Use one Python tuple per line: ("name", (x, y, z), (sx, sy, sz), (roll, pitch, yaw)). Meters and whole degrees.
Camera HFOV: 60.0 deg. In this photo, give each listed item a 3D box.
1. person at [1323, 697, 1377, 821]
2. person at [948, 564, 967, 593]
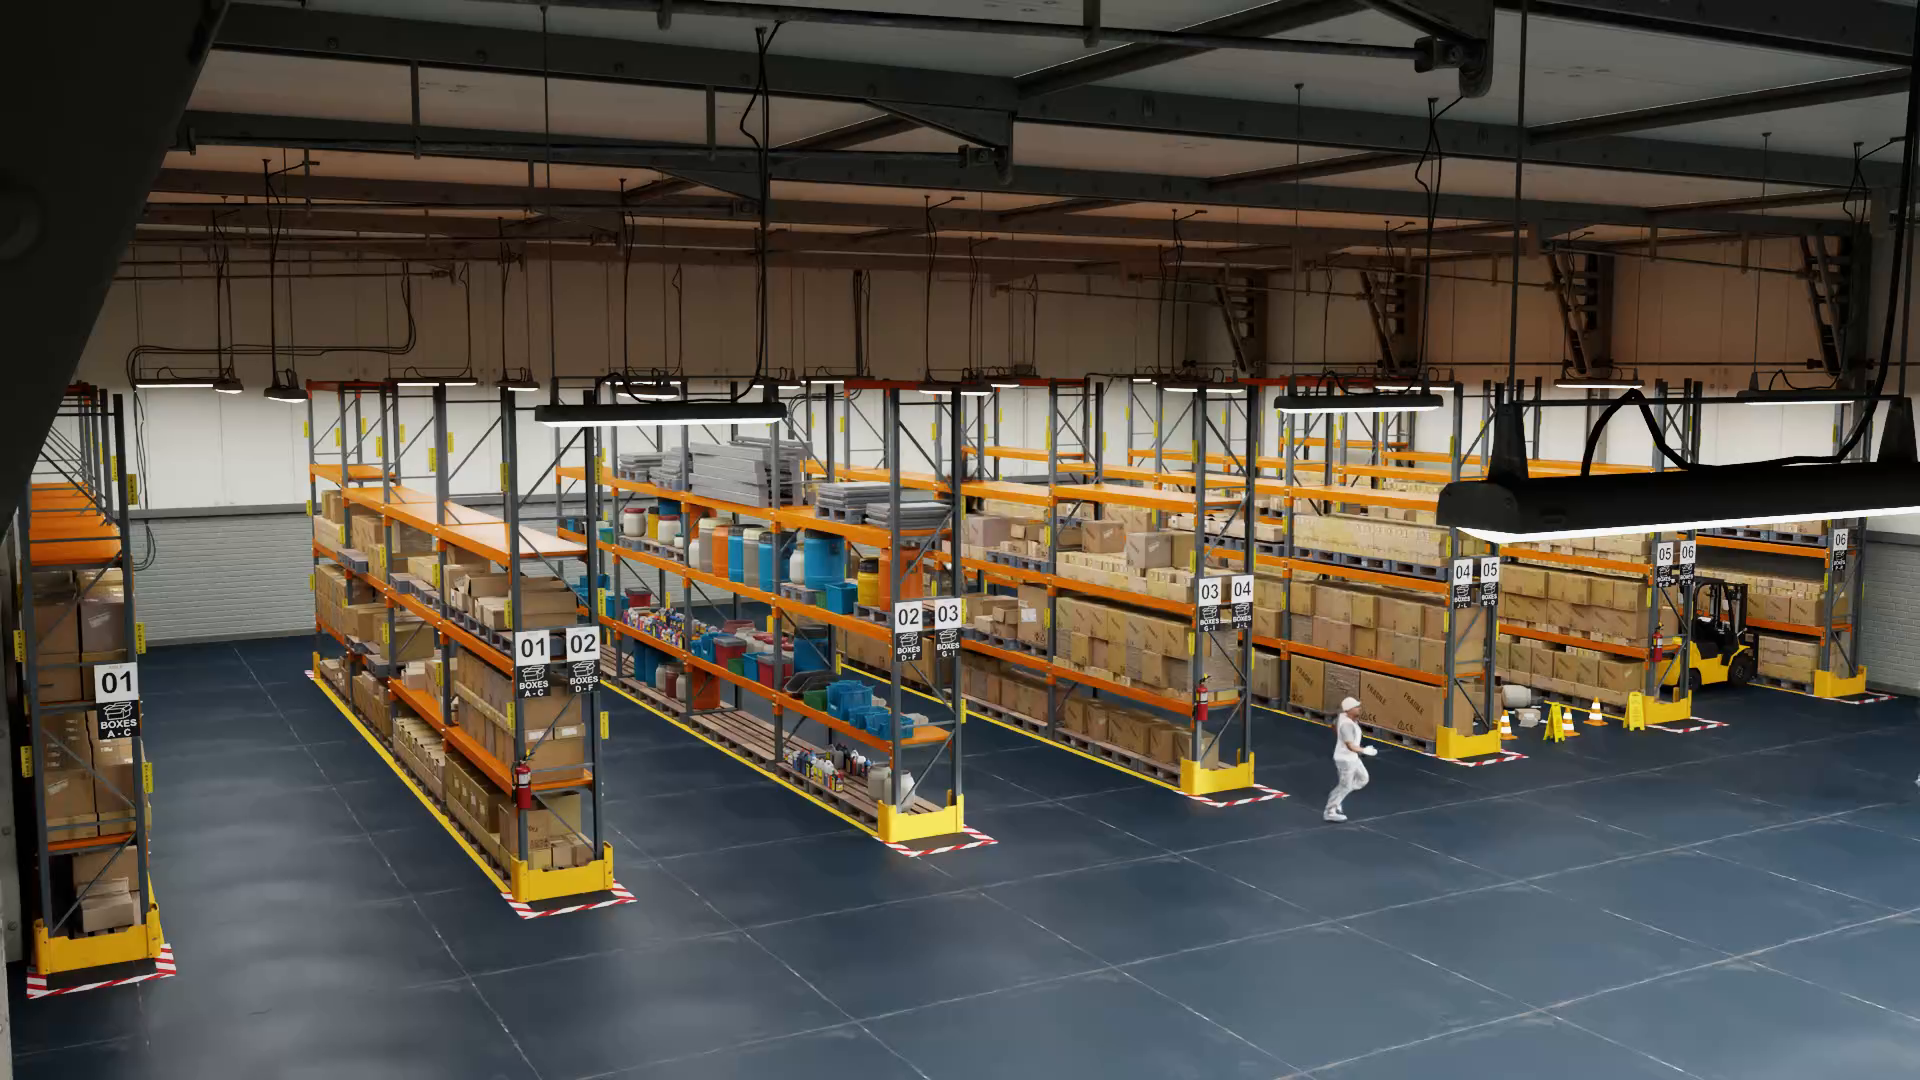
("person", (5.408, 3.017, 23.003), (0.701, 1.729, 0.708), (2, 6, 15))
("person", (-0.103, 1.399, 38.346), (0.691, 1.732, 0.672), (-2, 6, -21))
